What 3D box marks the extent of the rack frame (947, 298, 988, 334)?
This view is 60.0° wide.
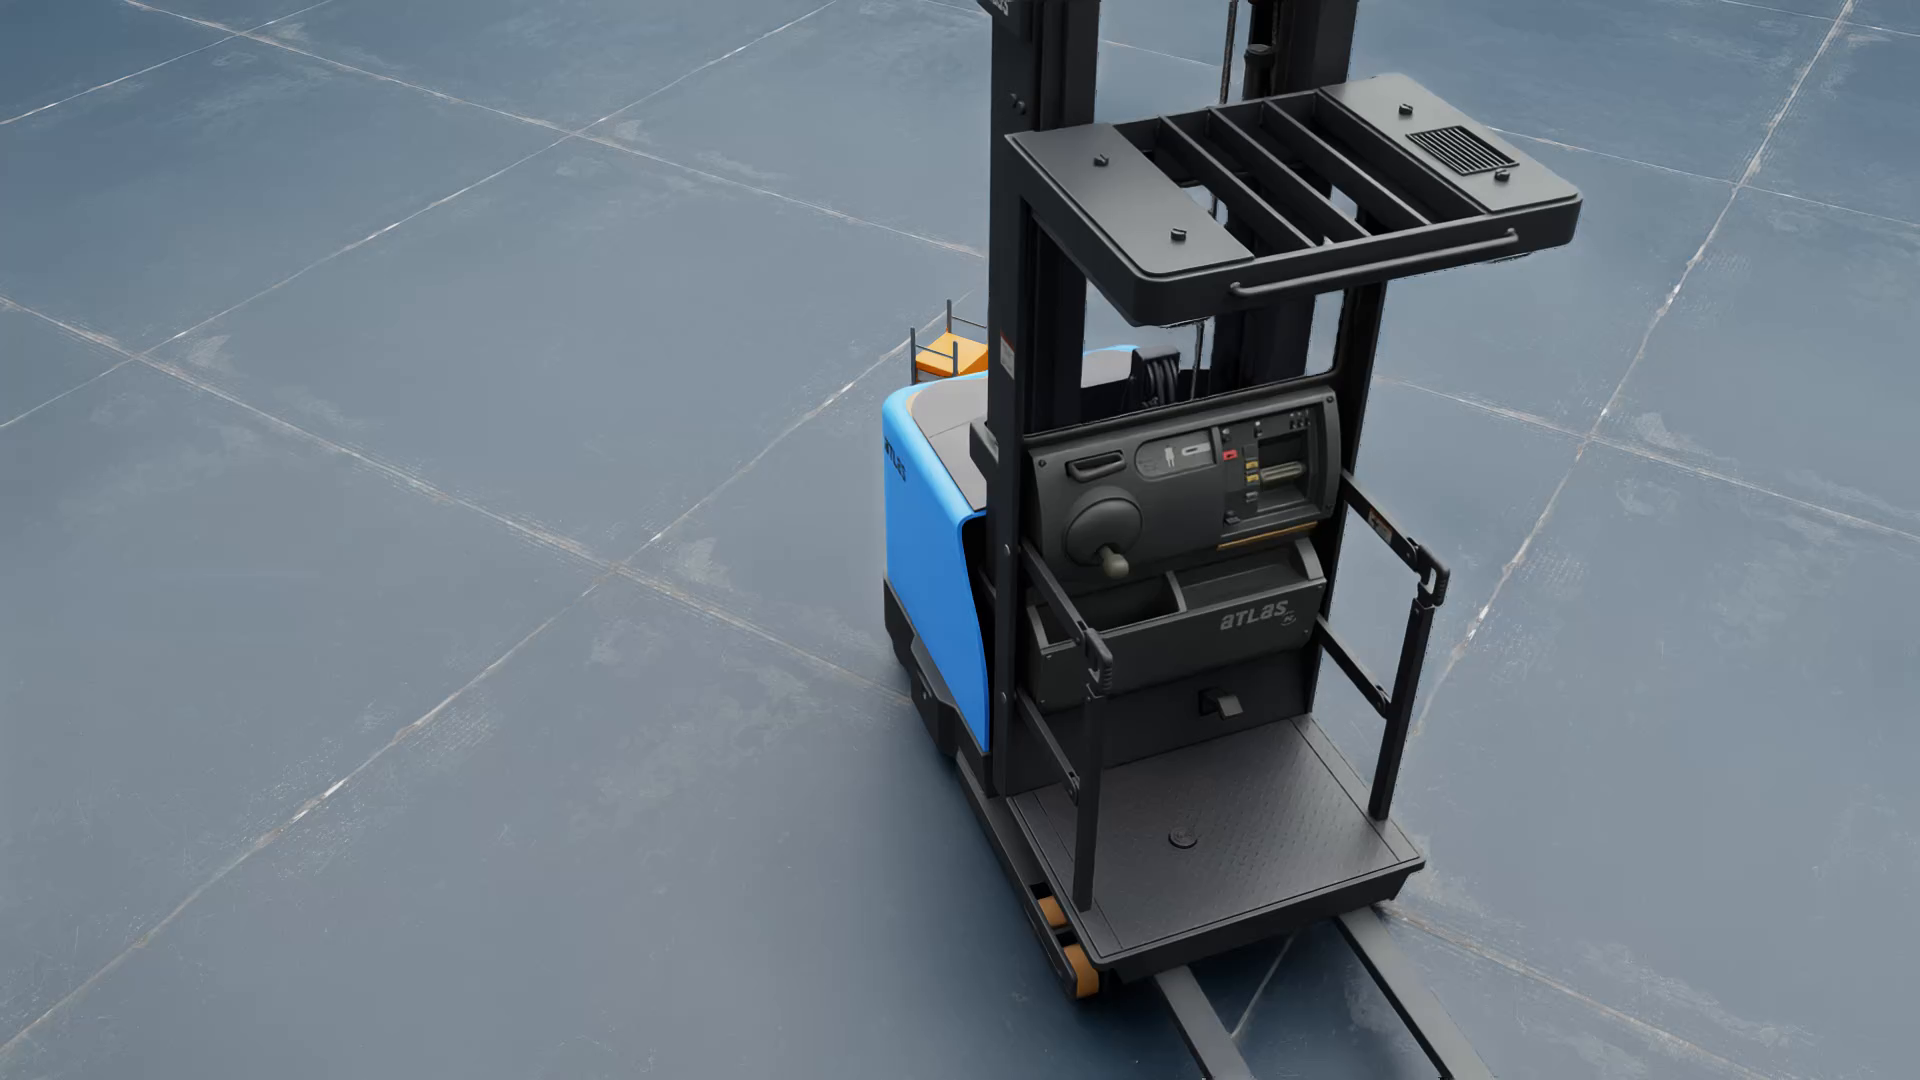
[{"bbox_3d":[0.037,-0.451,6.475,0.200,1.050,0.008,21,42,25],"label":"rack frame"}]

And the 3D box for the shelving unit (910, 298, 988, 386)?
[{"bbox_3d":[-0.029,-0.388,6.394,0.215,1.050,0.252,21,42,25],"label":"shelving unit"}]

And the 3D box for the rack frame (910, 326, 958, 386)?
[{"bbox_3d":[-0.094,-0.325,6.312,0.200,1.050,0.008,21,42,25],"label":"rack frame"}]

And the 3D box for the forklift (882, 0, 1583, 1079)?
[{"bbox_3d":[0.717,-0.083,4.457,1.130,2.935,3.031,-13,40,-16],"label":"forklift"}]

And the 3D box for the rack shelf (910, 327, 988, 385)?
[{"bbox_3d":[-0.029,-0.605,6.227,0.215,0.259,0.240,21,42,25],"label":"rack shelf"}]
